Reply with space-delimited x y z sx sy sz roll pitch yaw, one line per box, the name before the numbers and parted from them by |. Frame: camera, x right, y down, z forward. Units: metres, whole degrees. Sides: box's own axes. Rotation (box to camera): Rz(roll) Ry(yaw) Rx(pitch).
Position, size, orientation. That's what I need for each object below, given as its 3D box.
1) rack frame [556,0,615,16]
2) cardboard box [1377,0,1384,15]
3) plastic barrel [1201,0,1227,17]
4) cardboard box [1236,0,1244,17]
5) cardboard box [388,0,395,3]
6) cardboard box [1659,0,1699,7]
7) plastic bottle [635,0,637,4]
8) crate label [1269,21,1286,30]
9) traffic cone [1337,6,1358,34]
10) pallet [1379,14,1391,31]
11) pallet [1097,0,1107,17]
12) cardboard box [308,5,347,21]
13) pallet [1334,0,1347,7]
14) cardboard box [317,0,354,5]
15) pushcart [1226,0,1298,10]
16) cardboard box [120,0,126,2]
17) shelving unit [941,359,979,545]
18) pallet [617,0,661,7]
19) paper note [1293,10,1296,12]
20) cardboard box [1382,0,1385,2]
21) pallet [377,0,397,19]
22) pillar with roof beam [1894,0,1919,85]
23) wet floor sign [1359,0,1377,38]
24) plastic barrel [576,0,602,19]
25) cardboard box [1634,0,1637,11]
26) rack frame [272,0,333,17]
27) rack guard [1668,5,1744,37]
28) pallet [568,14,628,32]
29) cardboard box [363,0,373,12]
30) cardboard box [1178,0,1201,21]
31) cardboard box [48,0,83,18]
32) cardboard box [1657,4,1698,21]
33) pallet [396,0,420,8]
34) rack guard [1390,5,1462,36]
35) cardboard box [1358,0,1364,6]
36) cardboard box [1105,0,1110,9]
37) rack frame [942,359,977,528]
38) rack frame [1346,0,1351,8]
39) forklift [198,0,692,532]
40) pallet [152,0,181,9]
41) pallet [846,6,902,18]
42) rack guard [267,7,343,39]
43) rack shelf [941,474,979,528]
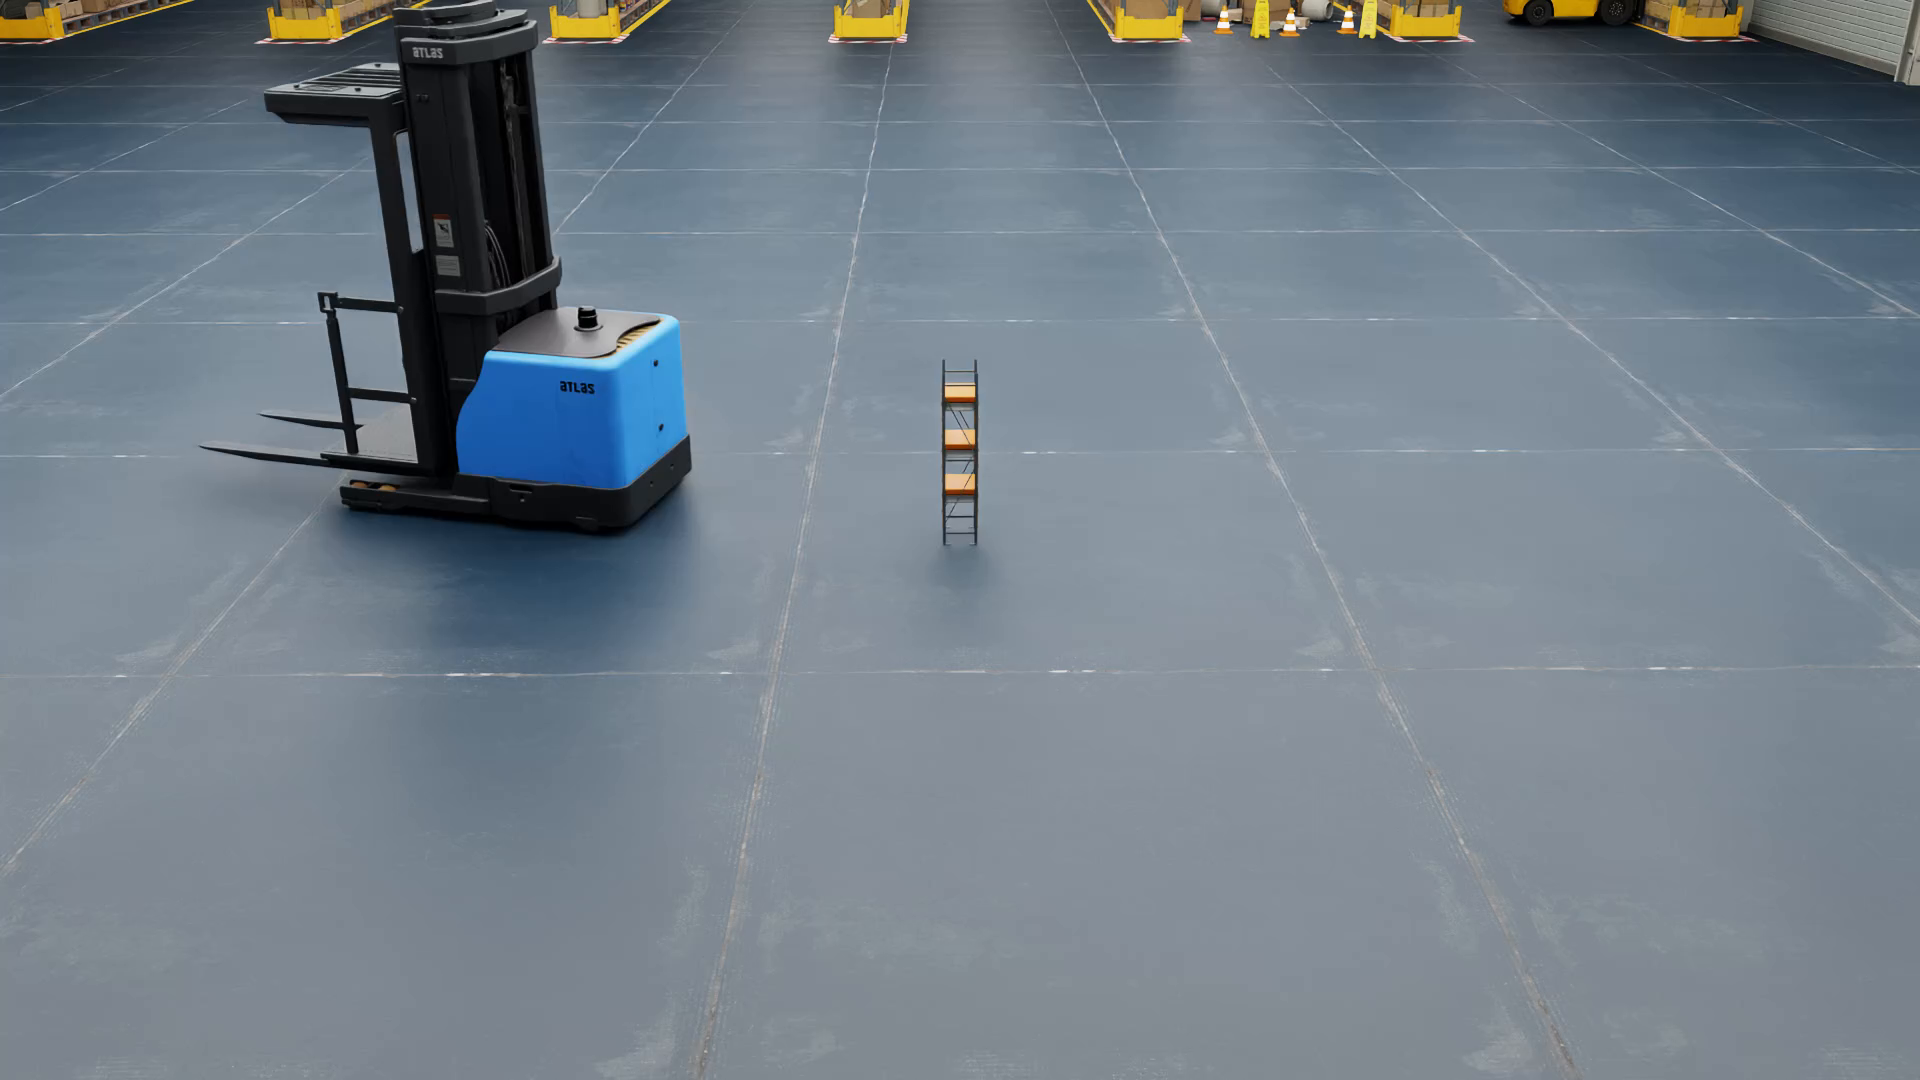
rack frame | -6.583 -10.282 28.844 1.000 3.000 0.127 0 24 -1
cardboard box | 8.003 -9.833 30.677 0.500 0.250 0.500 0 24 0
plastic barrel | 4.833 -10.299 32.007 0.512 0.421 0.421 19 30 35
cardboard box | 5.710 -10.371 31.905 0.797 0.637 0.503 0 24 -1
cardboard box | -11.356 -10.658 32.502 0.500 0.250 0.500 0 24 -1
cardboard box | 12.924 -9.738 29.862 0.500 0.250 0.500 -1 24 -1
plastic bottle | -6.286 -10.483 32.050 0.061 0.283 0.133 1 24 3
crate label | 5.807 -9.394 30.355 0.250 0.136 0.298 -14 28 -28
traffic cone | 6.984 -9.364 29.893 0.336 0.463 0.334 0 24 -1
pallet | 8.304 -9.444 30.376 1.003 0.211 1.213 0 24 -1
pallet | 3.217 -10.349 32.376 1.003 0.211 1.213 0 24 -1
cardboard box | -11.320 -9.422 29.769 0.500 0.250 0.500 0 24 -1
pallet | 8.225 -11.047 33.920 1.003 0.211 1.213 0 24 -1
cardboard box | -11.327 -9.969 30.070 0.500 0.500 0.500 0 24 -1
pushcart | 5.956 -10.771 33.108 1.648 0.377 0.936 -9 26 -19
cardboard box | -16.498 -10.575 32.396 0.380 0.166 0.250 -3 25 -7
shelving unit | -0.001 -0.500 9.582 0.215 1.050 0.252 0 24 -1
pallet | -6.674 -10.983 33.778 1.003 0.211 1.213 0 24 -1
paper note | 6.535 -10.418 32.748 0.148 0.019 0.142 0 24 -1
cardboard box | 8.000 -10.173 30.520 0.500 0.500 0.500 1 24 1
pallet | -11.613 -10.311 32.292 1.003 0.211 1.213 0 24 -1
pillar with roof beam | 9.897 -10.905 22.942 9.100 9.000 0.400 0 24 -1
wet floor sign | 7.211 -9.193 29.293 0.267 0.644 0.232 8 26 18
plastic barrel | -6.667 -9.611 29.869 0.421 0.512 0.421 0 24 0
cardboard box | 12.901 -10.128 31.331 0.500 0.250 0.500 1 24 1
rack frame | -11.536 -10.261 28.798 1.000 3.000 0.127 0 24 -1
rack guard | 13.242 -9.224 29.537 1.175 0.500 0.348 0 24 -1
pallet | -6.635 -9.377 30.227 1.003 0.211 1.213 0 24 -1
cardboard box | -11.334 -10.040 31.135 0.500 0.250 0.500 0 24 -1
cardboard box | 4.330 -10.160 31.605 0.500 0.500 0.500 4 25 9
cardboard box | -16.413 -9.733 30.359 0.500 0.311 0.500 2 24 4
cardboard box | 12.921 -9.503 29.949 0.500 0.250 0.500 0 24 0
pallet | -11.627 -10.942 33.688 1.003 0.211 1.213 0 24 -1
rack guard | 8.278 -9.241 29.576 1.175 0.500 0.348 0 24 -1
cardboard box | 7.989 -10.471 32.089 0.500 0.250 0.500 1 24 2
cardboard box | 3.237 -10.525 31.451 0.875 0.875 0.875 0 24 0
rack frame | -0.002 -0.551 9.694 0.200 1.050 0.008 0 24 -1
rack frame | 8.235 -11.997 32.636 1.000 3.000 0.127 0 24 -1
forklift | -3.279 -1.702 9.957 3.031 2.935 1.130 6 25 14
pallet | -16.543 -10.936 33.674 1.003 0.211 1.213 0 24 -1
pallet | -1.615 -9.901 31.386 1.003 0.211 1.213 0 24 -1
rack guard | -11.536 -9.112 29.291 1.175 0.500 0.348 0 24 -1
rack shelf | -0.001 -0.238 9.701 0.215 0.259 0.240 0 24 -1
